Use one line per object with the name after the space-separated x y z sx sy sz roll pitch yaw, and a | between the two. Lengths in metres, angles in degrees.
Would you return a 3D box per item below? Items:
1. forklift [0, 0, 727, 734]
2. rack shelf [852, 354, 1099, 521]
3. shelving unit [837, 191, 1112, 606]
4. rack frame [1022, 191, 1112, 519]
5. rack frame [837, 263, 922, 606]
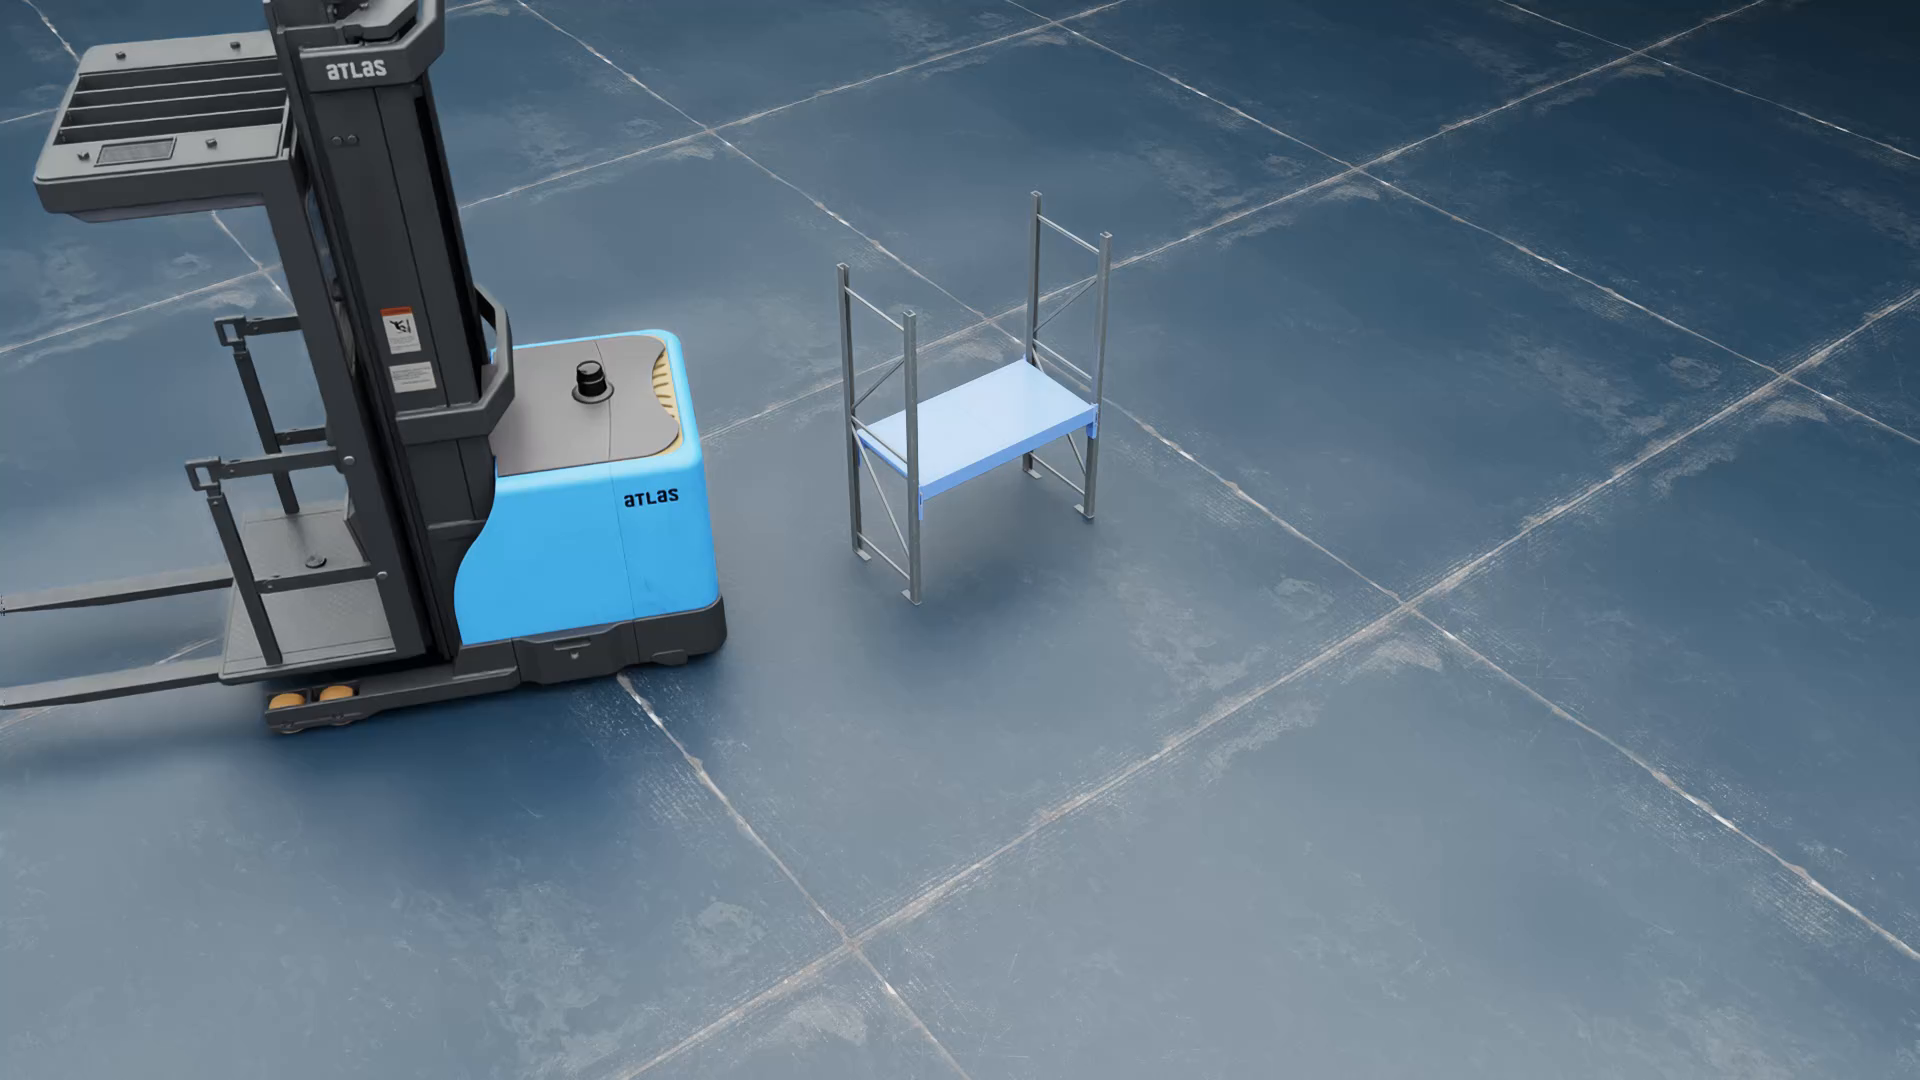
-2.572 -0.715 6.311 3.031 2.935 1.130 -9 40 -10 | forklift
0.068 -0.474 7.429 1.000 0.185 0.538 -26 46 -28 | rack shelf
0.068 -0.613 7.315 1.048 1.500 0.538 -26 46 -28 | shelving unit
0.471 -0.809 7.554 0.032 1.500 0.500 -26 46 -28 | rack frame
-0.335 -0.416 7.075 0.032 1.500 0.500 -26 46 -28 | rack frame
